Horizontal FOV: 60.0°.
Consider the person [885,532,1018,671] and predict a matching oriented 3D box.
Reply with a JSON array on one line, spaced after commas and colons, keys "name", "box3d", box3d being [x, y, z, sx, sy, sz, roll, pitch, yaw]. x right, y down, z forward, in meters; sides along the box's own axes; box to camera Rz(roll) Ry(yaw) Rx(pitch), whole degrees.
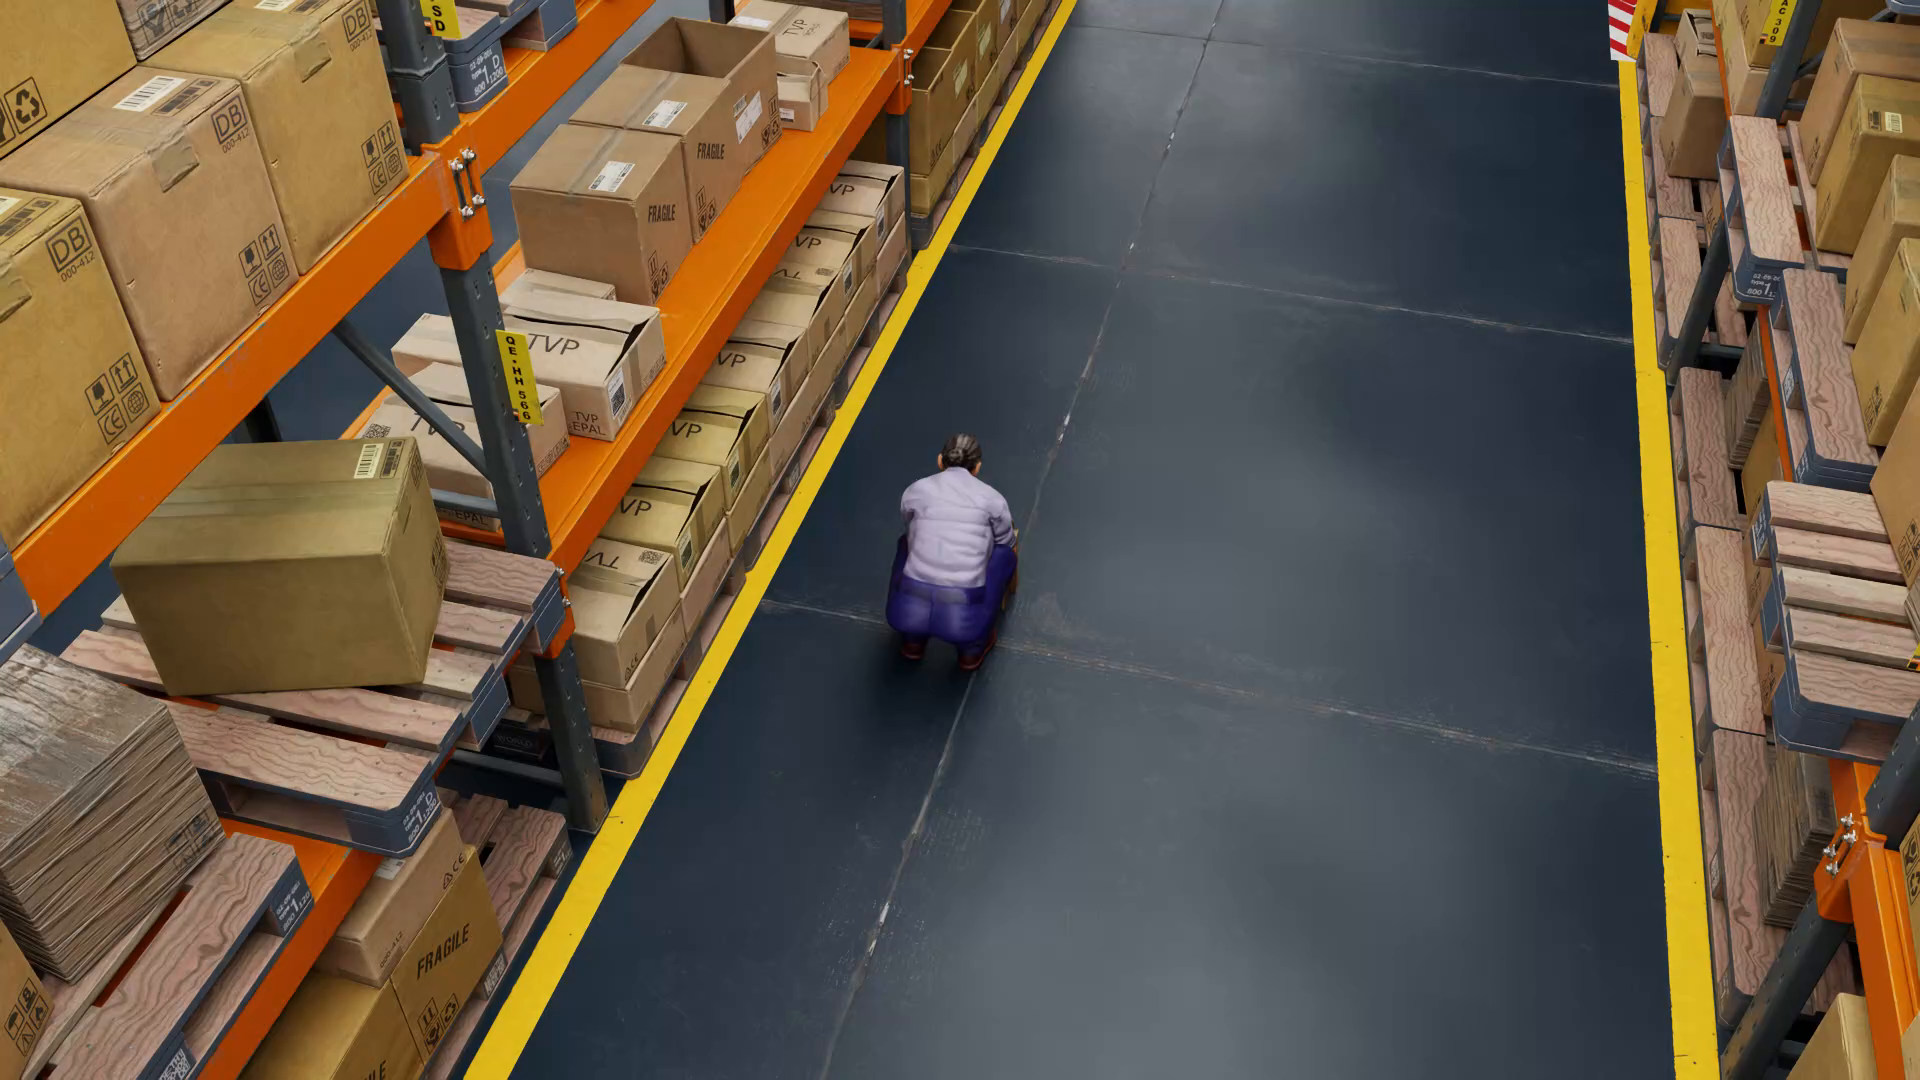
[{"name": "person", "box3d": [-0.068, 0.255, 6.733, 0.508, 0.536, 0.584, 10, 42, 11]}]
